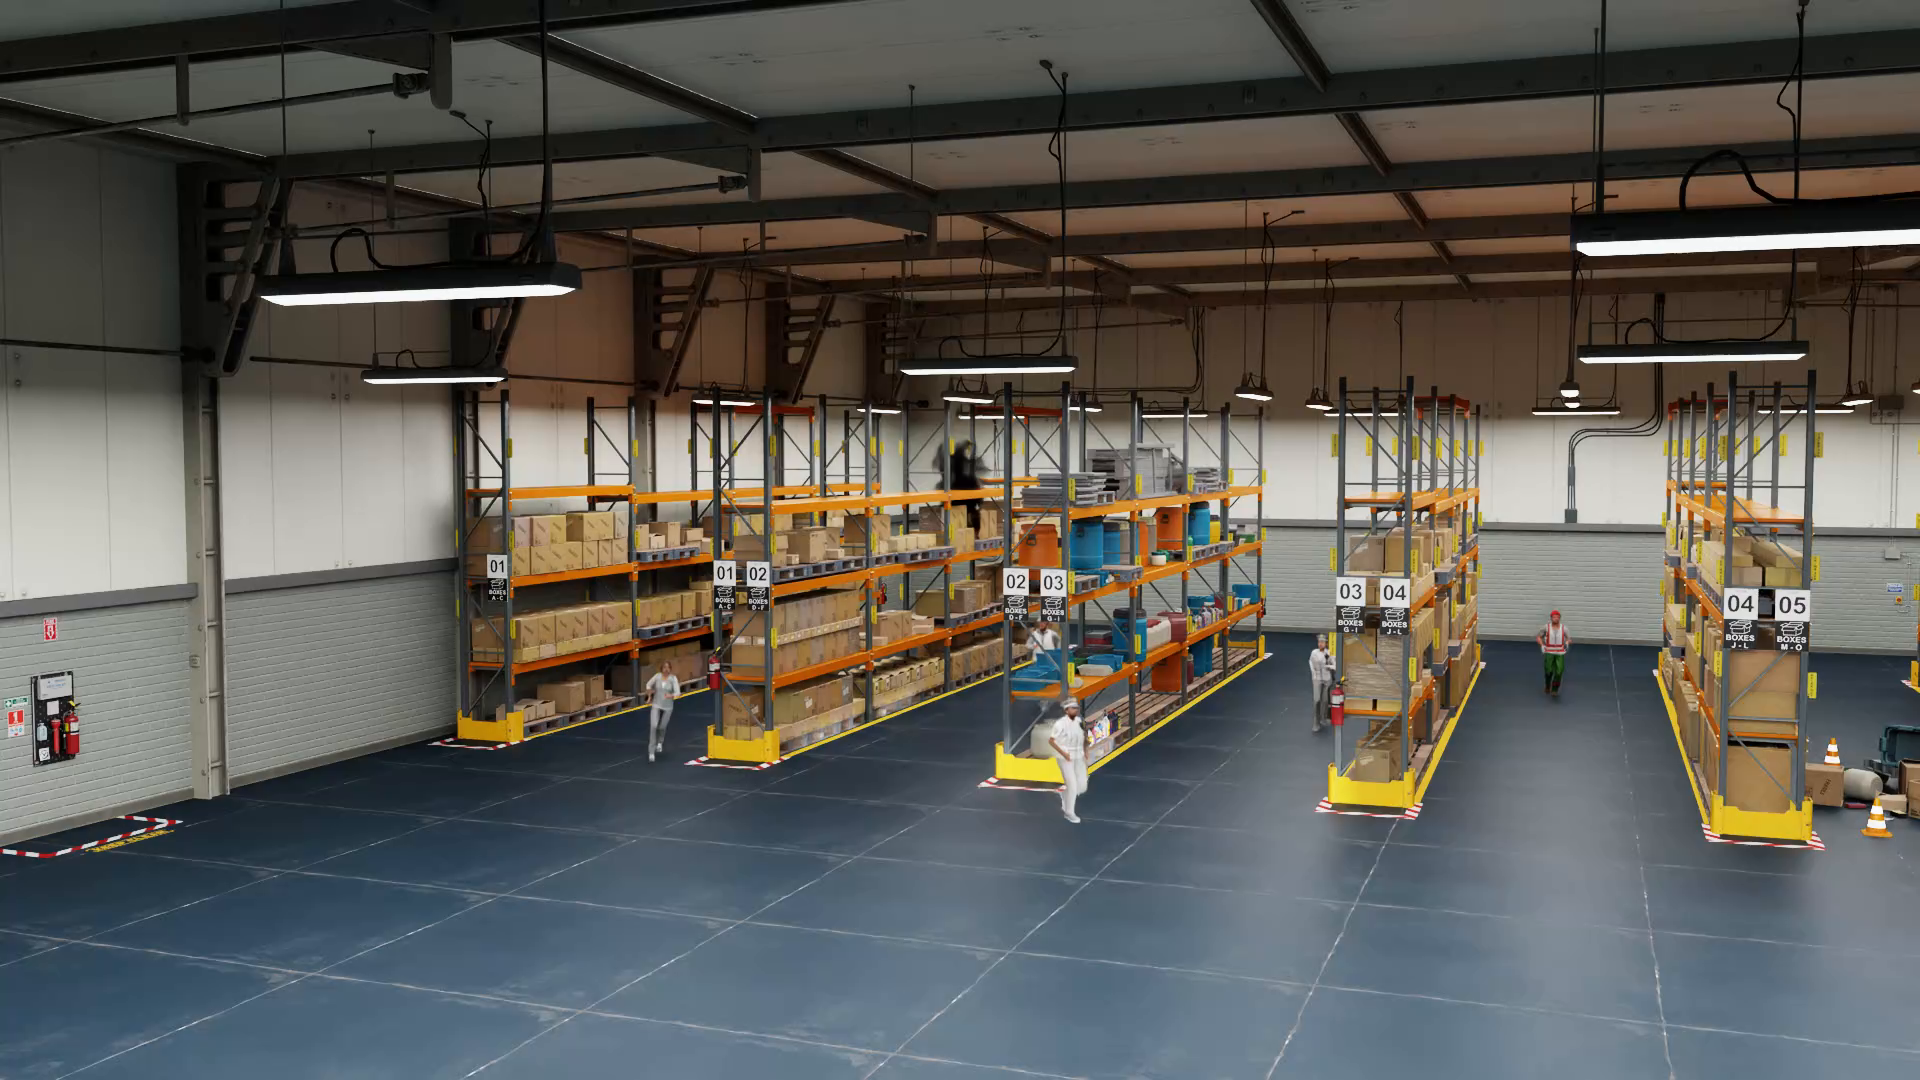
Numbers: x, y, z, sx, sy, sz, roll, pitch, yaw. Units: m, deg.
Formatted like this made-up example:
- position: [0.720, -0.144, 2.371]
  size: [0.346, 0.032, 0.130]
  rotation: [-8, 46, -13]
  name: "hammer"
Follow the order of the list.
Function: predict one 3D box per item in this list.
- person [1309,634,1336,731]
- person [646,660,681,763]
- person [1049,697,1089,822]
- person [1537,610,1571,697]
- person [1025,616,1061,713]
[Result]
- position: [6.479, 2.543, 29.620]
  size: [0.578, 1.757, 0.732]
  rotation: [1, 3, 20]
  name: "person"
- position: [-4.792, 2.739, 26.885]
  size: [0.550, 1.613, 0.810]
  rotation: [-1, 3, -9]
  name: "person"
- position: [1.449, 2.940, 22.420]
  size: [0.598, 1.672, 0.557]
  rotation: [-2, 4, -34]
  name: "person"
- position: [11.934, 2.288, 33.373]
  size: [0.648, 1.740, 0.599]
  rotation: [1, 3, 13]
  name: "person"
- position: [1.595, 2.349, 31.890]
  size: [0.658, 1.829, 0.828]
  rotation: [1, 3, 16]
  name: "person"
